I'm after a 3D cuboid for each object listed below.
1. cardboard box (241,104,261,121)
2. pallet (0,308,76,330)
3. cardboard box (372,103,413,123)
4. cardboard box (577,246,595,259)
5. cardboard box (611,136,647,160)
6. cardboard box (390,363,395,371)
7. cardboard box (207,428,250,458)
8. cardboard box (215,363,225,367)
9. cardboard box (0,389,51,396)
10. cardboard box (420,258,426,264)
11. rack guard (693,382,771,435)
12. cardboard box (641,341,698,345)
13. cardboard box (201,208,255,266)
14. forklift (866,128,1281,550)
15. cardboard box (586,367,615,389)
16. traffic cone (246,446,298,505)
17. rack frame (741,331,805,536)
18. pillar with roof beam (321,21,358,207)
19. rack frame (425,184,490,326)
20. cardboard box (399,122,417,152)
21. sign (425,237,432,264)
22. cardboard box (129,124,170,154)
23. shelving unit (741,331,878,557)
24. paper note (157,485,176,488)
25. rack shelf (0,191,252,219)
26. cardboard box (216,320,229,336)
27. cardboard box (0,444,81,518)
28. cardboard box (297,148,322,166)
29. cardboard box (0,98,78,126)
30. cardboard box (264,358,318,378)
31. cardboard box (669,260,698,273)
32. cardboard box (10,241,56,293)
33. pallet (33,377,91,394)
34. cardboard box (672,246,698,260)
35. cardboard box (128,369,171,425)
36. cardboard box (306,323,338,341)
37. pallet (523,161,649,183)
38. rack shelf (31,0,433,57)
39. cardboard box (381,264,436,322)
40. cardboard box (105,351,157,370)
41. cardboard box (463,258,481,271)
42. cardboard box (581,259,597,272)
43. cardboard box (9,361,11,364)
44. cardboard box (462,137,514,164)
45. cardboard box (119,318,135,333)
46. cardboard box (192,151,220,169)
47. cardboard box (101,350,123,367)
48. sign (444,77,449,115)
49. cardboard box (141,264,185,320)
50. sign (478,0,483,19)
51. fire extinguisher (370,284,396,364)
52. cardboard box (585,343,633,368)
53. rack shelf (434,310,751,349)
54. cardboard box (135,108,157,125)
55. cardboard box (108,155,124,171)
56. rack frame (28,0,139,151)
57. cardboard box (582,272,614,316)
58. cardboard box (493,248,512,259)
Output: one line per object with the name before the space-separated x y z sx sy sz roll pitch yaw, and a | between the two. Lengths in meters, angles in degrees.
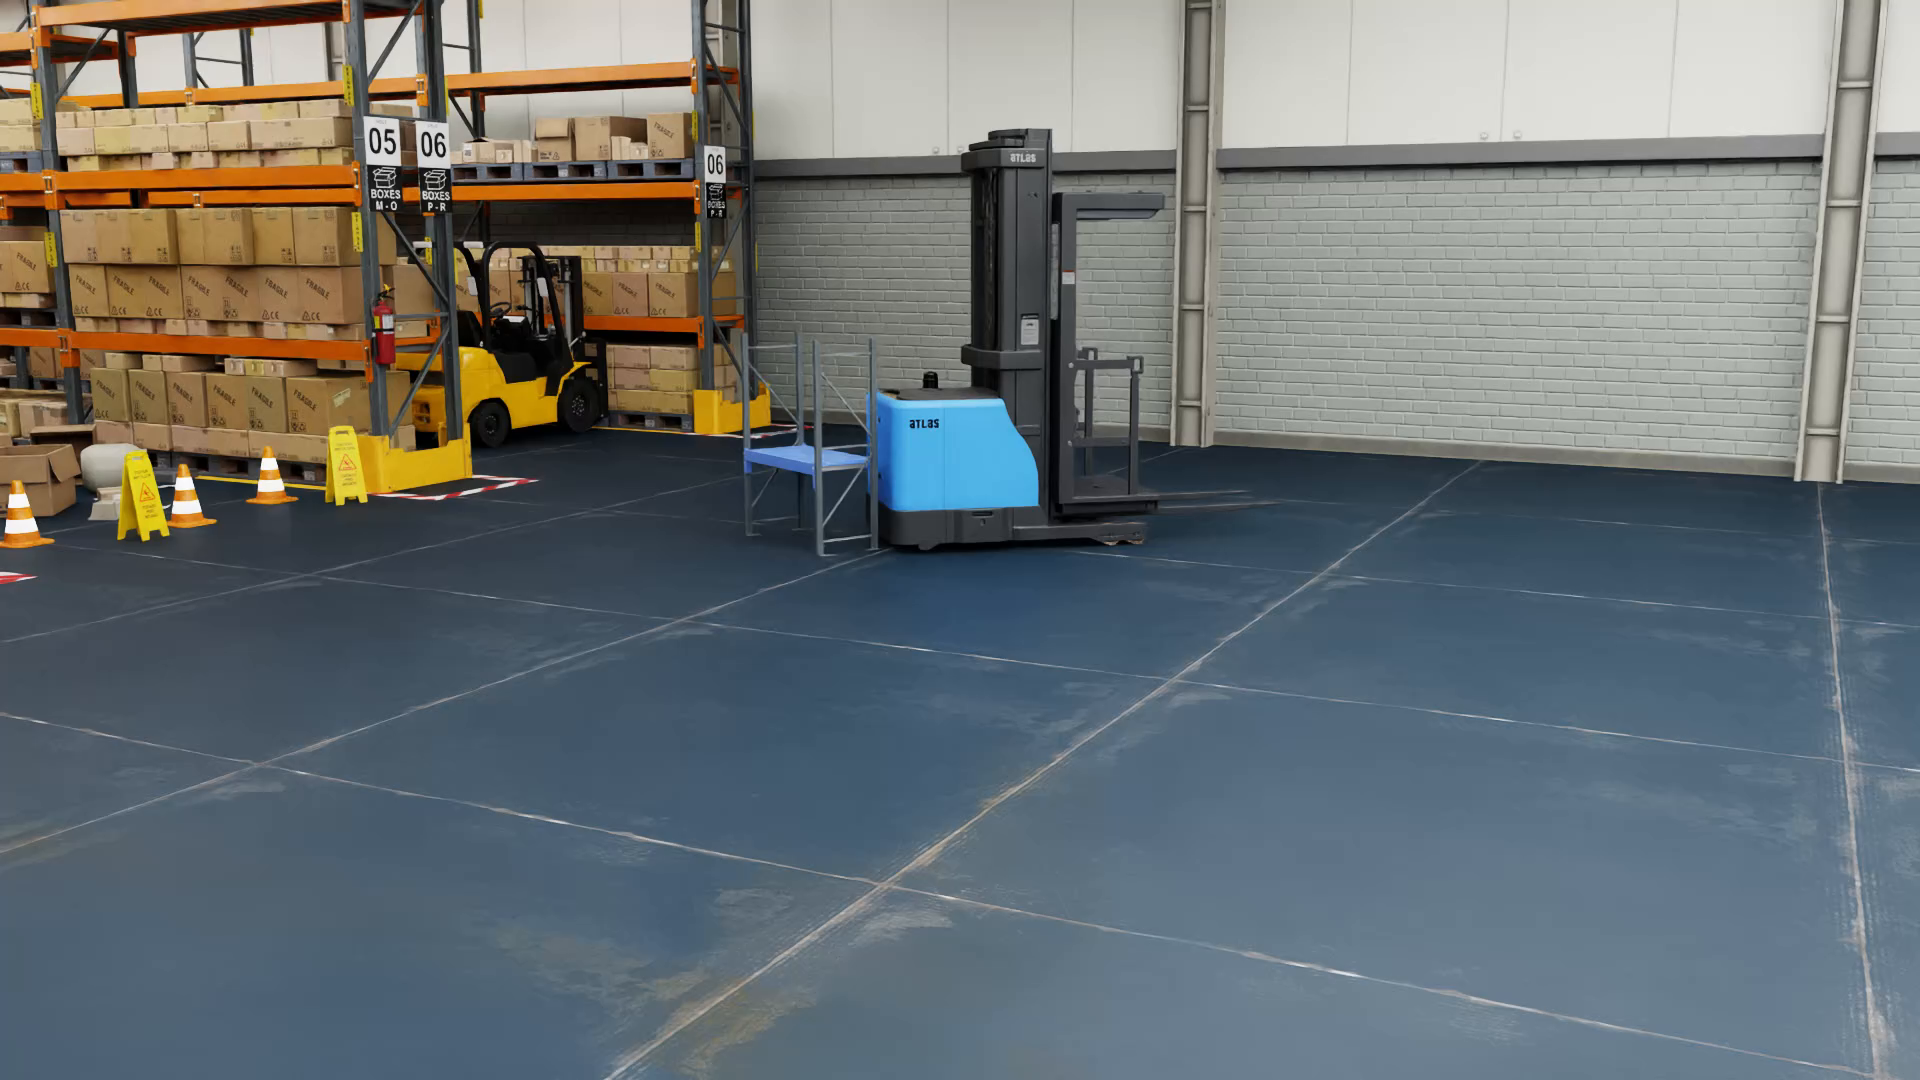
cardboard box | -6.162 -3.795 14.820 0.250 0.149 0.380 5 11 26
pallet | -9.064 -2.283 16.959 1.213 0.211 1.003 5 11 26
cardboard box | -5.084 -3.784 14.758 0.250 0.149 0.380 5 11 25
cardboard box | -4.266 -3.365 19.465 0.250 0.149 0.380 5 12 27
cardboard box | -3.768 -4.474 19.023 0.258 0.266 0.396 5 11 26
cardboard box | -6.723 -2.164 21.254 0.625 0.625 0.875 6 12 28
cardboard box | -6.632 -0.935 15.517 0.500 0.250 0.500 5 11 24
cardboard box | -7.336 -1.473 16.381 0.500 0.500 0.500 5 12 27
cardboard box | -10.185 -1.359 17.515 0.625 0.372 0.950 5 12 28
cardboard box | -6.654 -3.447 20.749 0.250 0.149 0.380 5 12 28
rack guard | -2.641 -1.540 19.333 0.348 0.500 1.175 5 11 26
cardboard box | -3.460 -2.224 19.830 0.500 0.250 0.500 5 11 26
cardboard box | -6.364 -2.736 15.003 0.500 0.500 0.700 5 11 25
forklift | 0.867 -1.489 12.228 3.031 2.935 1.130 -3 11 -14
cardboard box | -4.155 -1.938 19.654 0.500 0.250 0.500 5 11 25
traffic cone | -5.812 -0.558 14.014 0.334 0.463 0.336 5 11 26
rack frame | -1.389 -0.793 12.398 0.500 1.500 0.032 -7 13 -35
pillar with roof beam | -10.174 -5.708 18.499 0.400 9.000 9.100 5 11 26
rack frame | -6.250 -3.087 20.863 0.127 3.000 1.000 5 11 26
cardboard box | -5.189 -3.609 14.913 0.500 0.250 0.500 5 11 25
sign | -6.481 -3.530 20.283 0.005 0.325 0.100 5 11 26
cardboard box | -7.259 -3.683 15.321 0.500 0.250 0.500 5 11 26
shelving unit | -1.091 -0.719 11.993 0.538 1.500 1.048 -7 13 -35
paper note | -7.071 -0.487 14.834 0.148 0.019 0.142 1 10 6
rack shelf | -11.630 -4.682 23.272 4.000 0.370 1.077 5 11 26
cardboard box | -6.648 -1.974 15.418 0.250 0.149 0.380 5 11 26
cardboard box | -7.551 -0.484 13.492 0.637 0.503 0.797 -2 11 -14
cardboard box | -5.537 -3.329 14.482 0.250 0.149 0.380 5 11 26
cardboard box | -9.019 -4.174 16.285 0.500 0.250 0.500 5 12 27
cardboard box | -6.048 -1.560 15.041 0.250 0.149 0.380 5 12 27
cardboard box | -3.098 -3.122 18.958 0.250 0.149 0.380 5 11 27
cardboard box | -8.959 -2.696 16.407 0.500 0.500 0.500 5 11 25
pallet | -12.678 -2.287 24.273 1.213 0.211 1.003 5 11 26
cardboard box | -3.077 -3.281 18.998 0.250 0.149 0.380 5 11 26
cardboard box | -7.548 -1.386 15.904 0.500 0.500 0.500 6 12 28
cardboard box | -5.562 -1.852 14.748 0.250 0.149 0.380 5 11 25
pallet | -4.383 -4.360 19.722 1.213 0.211 1.003 5 11 26
rack shelf | -6.649 -4.732 15.140 4.000 0.370 1.077 5 11 26
cardboard box | -5.158 -2.256 15.155 0.500 0.500 0.500 5 11 25
cardboard box | -7.948 -1.726 15.961 0.250 0.149 0.380 5 11 27
cardboard box | -5.847 -3.368 20.314 0.250 0.149 0.380 5 12 27
cardboard box | -4.259 -3.220 19.495 0.250 0.149 0.380 5 11 26
cardboard box | -14.301 -2.645 25.247 0.250 0.149 0.380 5 11 25
cardboard box | -5.612 -4.670 19.980 0.500 0.311 0.500 5 12 27
cardboard box | -7.801 -2.066 15.930 0.250 0.149 0.380 5 11 26
cardboard box | -6.696 -3.428 15.032 0.250 0.149 0.380 5 11 25
cardboard box | -11.700 -2.497 23.446 0.500 0.500 0.500 5 11 24
sign | -4.616 -3.971 14.873 0.005 0.325 0.100 5 11 26
cardboard box | -7.266 -2.333 15.580 0.500 0.500 0.500 5 11 25
sign | -5.982 -6.663 20.710 0.005 0.325 0.100 5 11 26
fire extinguisher | -4.957 -1.858 14.290 0.183 0.674 0.296 5 11 26
cardboard box | -4.131 -2.181 19.593 0.500 0.250 0.500 5 11 27
rack shelf | -4.456 -2.575 20.056 4.000 0.370 1.077 5 11 26
cardboard box | -7.357 -3.887 15.328 0.250 0.149 0.380 5 11 24
cardboard box | -7.790 -3.551 15.710 0.250 0.149 0.380 5 11 26
rack frame | -8.443 -5.246 15.946 0.127 3.000 1.000 5 11 26
cardboard box | -4.141 -2.900 19.551 0.500 0.500 0.500 5 11 25
cardboard box | -5.403 -3.467 20.029 0.250 0.149 0.380 5 12 27
